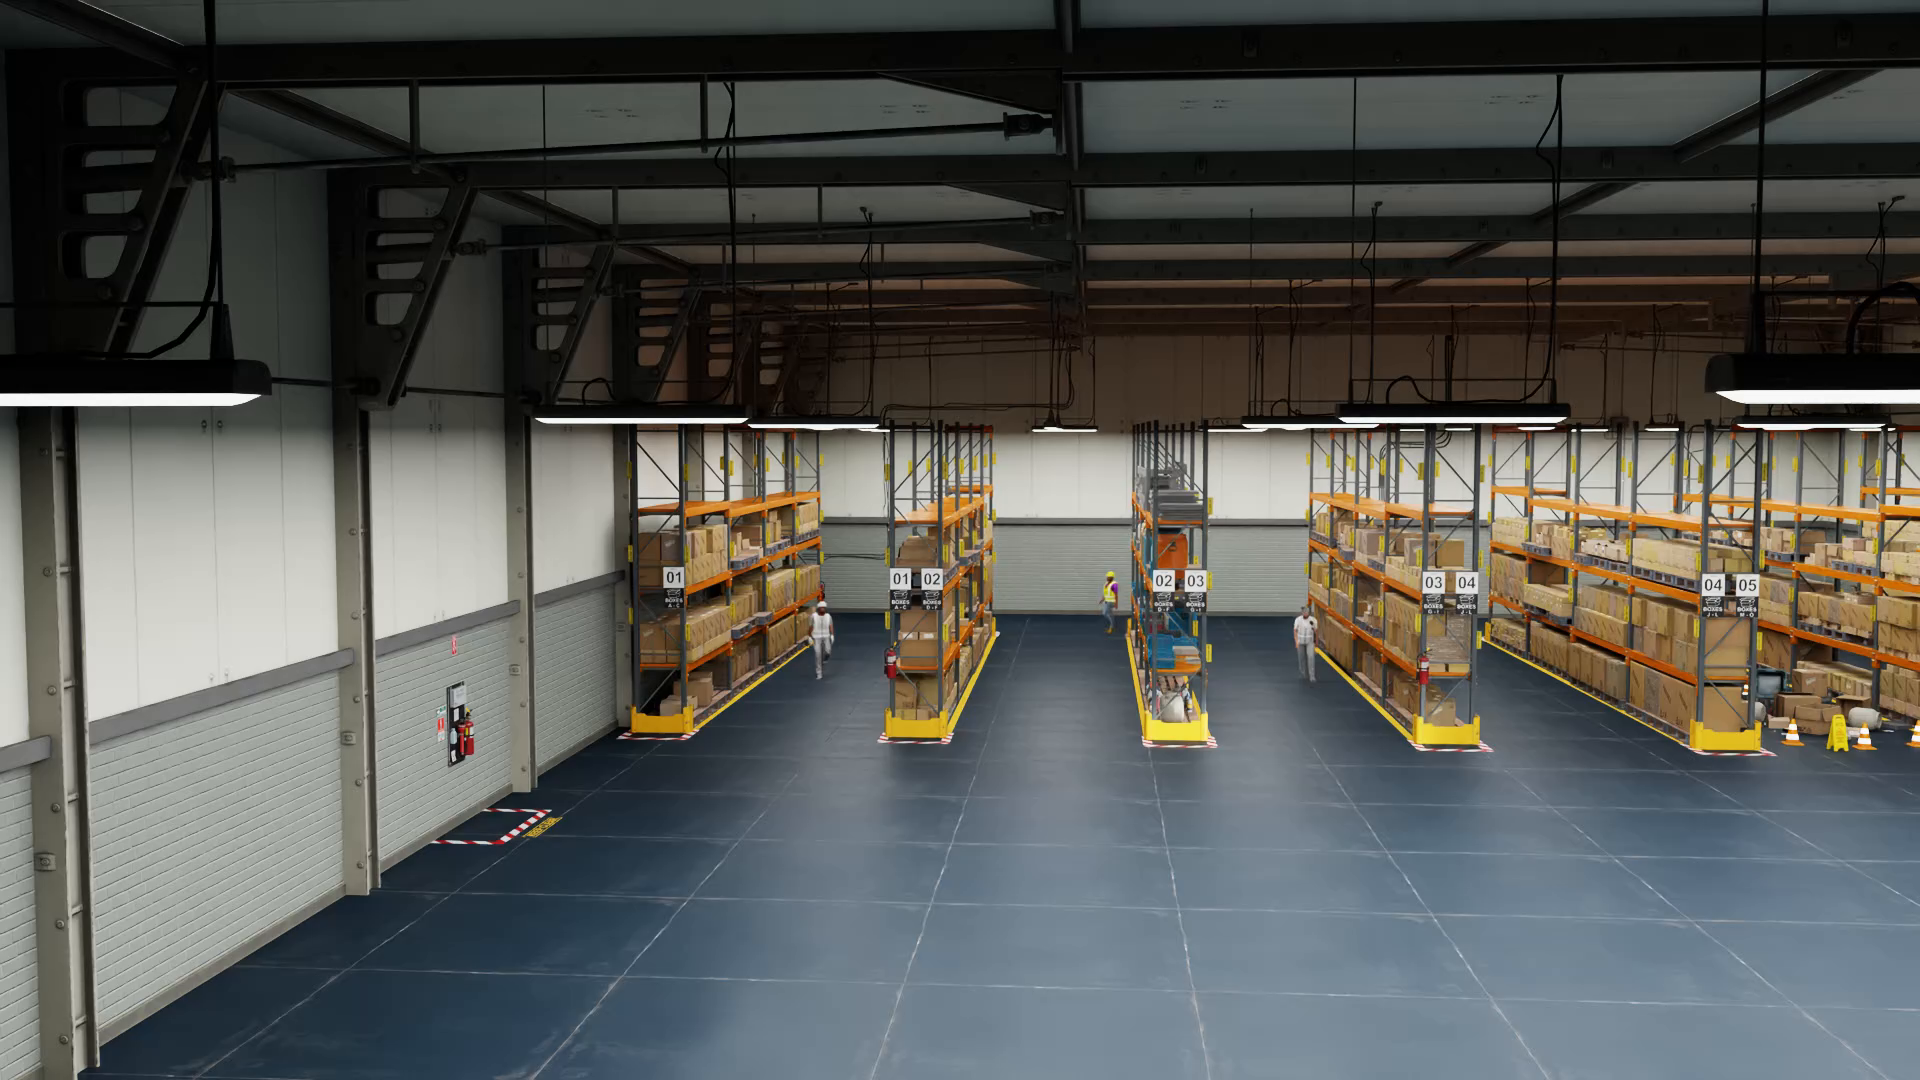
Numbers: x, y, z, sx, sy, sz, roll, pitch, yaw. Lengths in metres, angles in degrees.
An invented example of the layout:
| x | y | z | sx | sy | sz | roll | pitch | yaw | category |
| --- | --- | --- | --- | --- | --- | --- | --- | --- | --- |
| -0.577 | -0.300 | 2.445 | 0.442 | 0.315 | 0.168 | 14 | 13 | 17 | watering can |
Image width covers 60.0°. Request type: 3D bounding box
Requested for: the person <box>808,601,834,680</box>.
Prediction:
| x | y | z | sx | sy | sz | roll | pitch | yaw | category |
| --- | --- | --- | --- | --- | --- | --- | --- | --- | --- |
| -3.243 | 2.358 | 39.286 | 0.584 | 1.785 | 0.745 | -1 | 4 | -18 | person |

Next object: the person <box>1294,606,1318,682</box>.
| x | y | z | sx | sy | sz | roll | pitch | yaw | category |
| --- | --- | --- | --- | --- | --- | --- | --- | --- | --- |
| 8.055 | 2.386 | 38.750 | 0.553 | 1.719 | 0.919 | 1 | 4 | 16 | person |

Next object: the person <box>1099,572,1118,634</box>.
| x | y | z | sx | sy | sz | roll | pitch | yaw | category |
| --- | --- | --- | --- | --- | --- | --- | --- | --- | --- |
| 4.292 | 1.807 | 47.964 | 0.488 | 1.787 | 0.601 | -1 | 4 | -15 | person |
